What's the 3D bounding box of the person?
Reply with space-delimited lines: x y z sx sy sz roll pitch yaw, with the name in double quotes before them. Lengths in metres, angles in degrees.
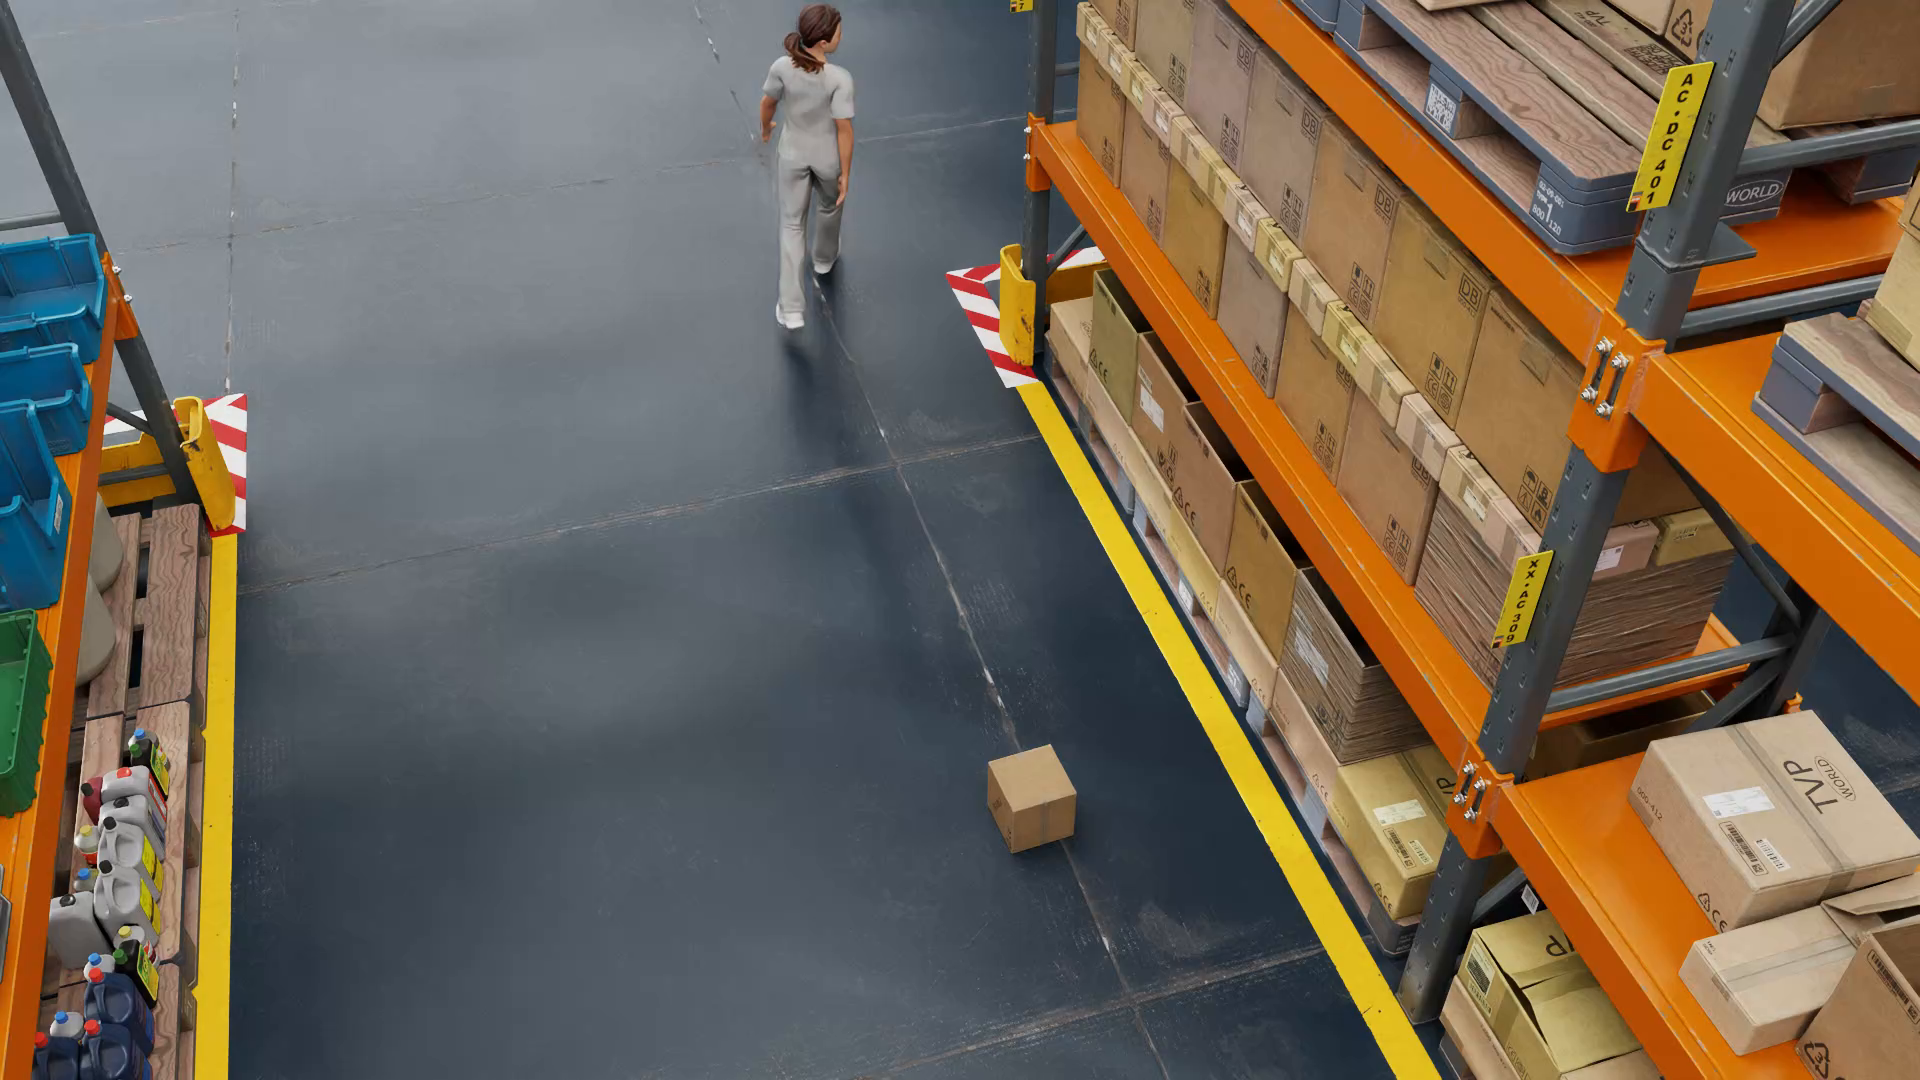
"person" -0.758 -1.898 8.245 0.539 1.627 0.989 4 43 4
